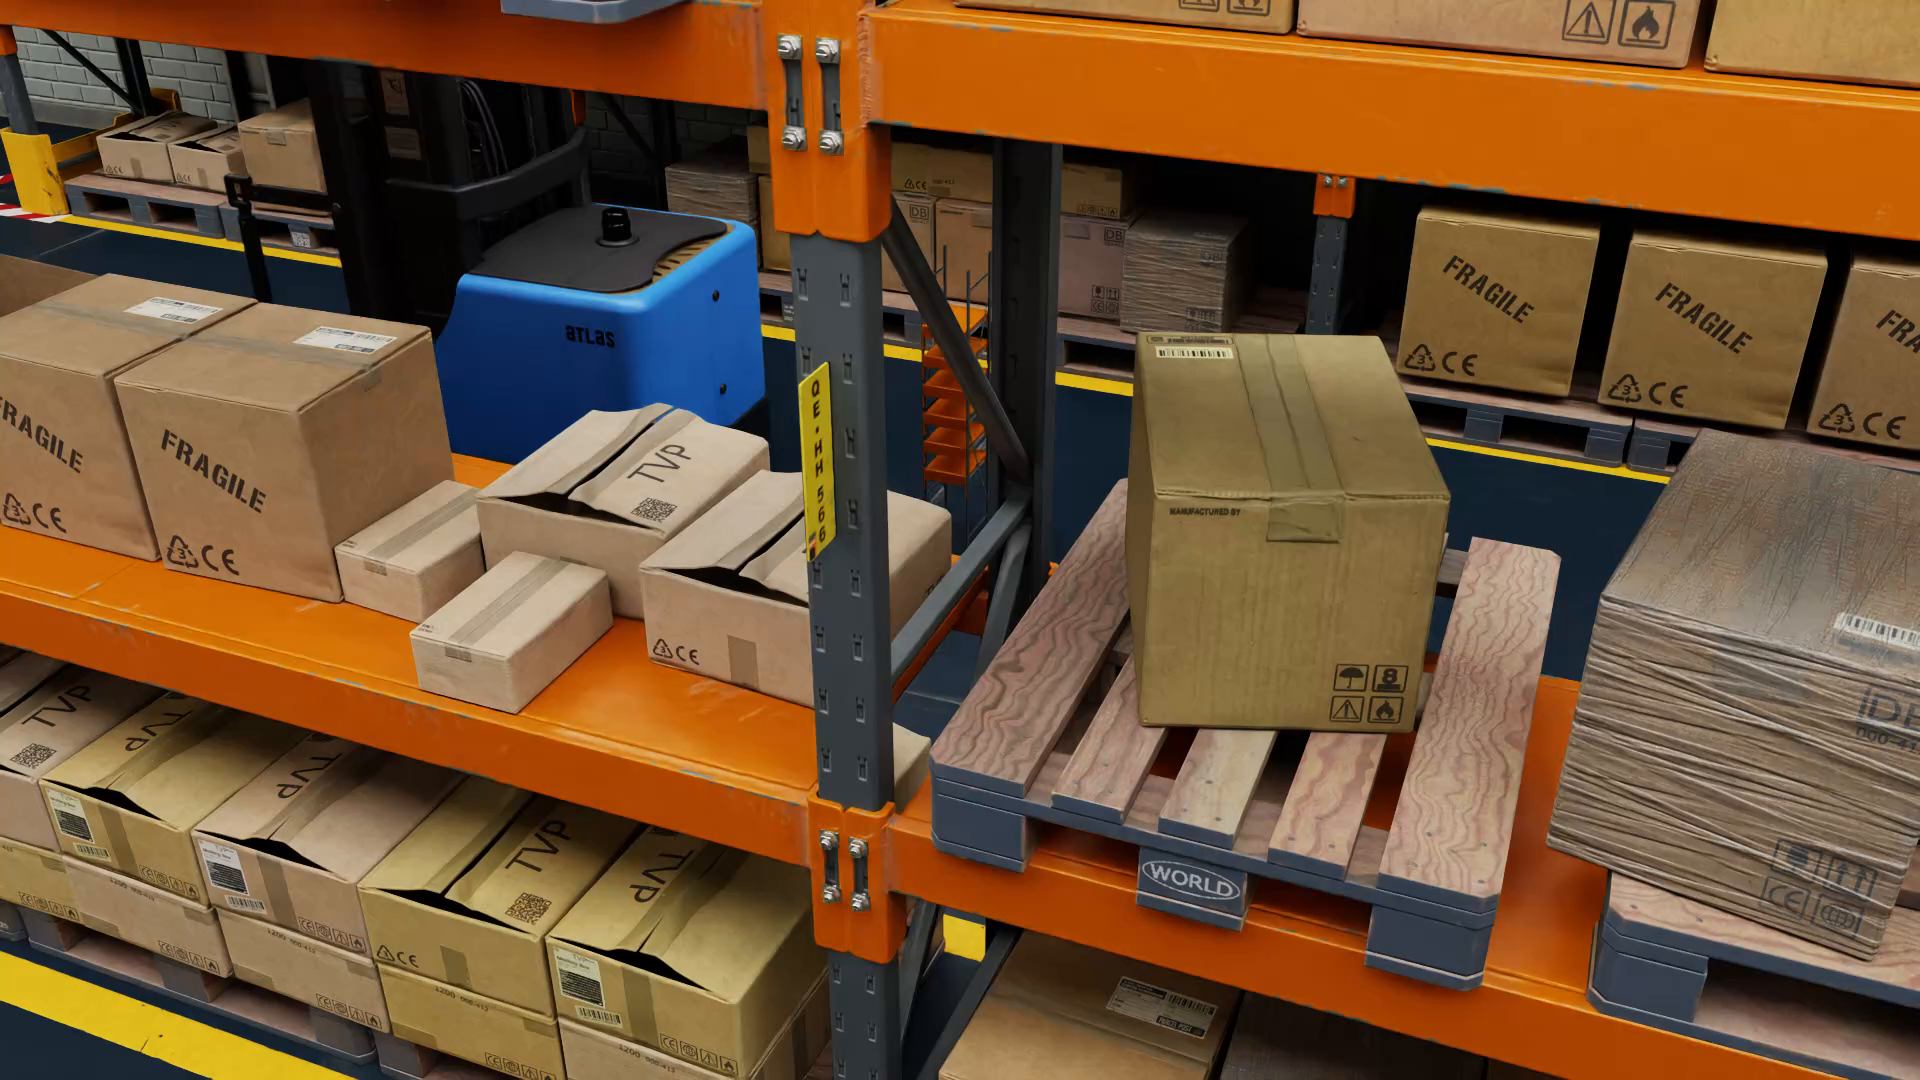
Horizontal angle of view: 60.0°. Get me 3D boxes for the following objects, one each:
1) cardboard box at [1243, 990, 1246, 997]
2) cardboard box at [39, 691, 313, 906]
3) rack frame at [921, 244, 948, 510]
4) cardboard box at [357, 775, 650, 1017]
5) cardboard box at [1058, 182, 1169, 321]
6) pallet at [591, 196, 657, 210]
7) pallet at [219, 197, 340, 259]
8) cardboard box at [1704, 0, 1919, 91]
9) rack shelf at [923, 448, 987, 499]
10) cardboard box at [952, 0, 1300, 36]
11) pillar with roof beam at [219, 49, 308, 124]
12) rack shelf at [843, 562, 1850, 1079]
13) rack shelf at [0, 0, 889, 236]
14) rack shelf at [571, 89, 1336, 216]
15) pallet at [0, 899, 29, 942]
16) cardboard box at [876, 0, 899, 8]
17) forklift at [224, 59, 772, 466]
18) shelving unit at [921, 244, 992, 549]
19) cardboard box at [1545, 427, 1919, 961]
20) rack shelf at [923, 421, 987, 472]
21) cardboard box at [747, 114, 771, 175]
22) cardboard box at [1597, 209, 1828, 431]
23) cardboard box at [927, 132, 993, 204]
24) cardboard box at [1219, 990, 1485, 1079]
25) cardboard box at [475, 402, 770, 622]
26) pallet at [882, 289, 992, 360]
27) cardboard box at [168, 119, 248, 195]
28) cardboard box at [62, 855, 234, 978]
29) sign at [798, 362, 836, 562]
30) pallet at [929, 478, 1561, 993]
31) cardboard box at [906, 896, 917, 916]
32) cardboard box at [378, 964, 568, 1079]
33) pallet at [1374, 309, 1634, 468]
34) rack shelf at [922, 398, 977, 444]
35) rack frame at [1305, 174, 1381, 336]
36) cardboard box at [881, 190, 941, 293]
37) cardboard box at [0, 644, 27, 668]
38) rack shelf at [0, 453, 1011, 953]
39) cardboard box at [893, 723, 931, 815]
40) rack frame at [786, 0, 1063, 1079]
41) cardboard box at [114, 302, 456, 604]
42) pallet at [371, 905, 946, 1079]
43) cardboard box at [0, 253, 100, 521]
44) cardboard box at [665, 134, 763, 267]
[{"bbox_3d":[0.926,1.087,3.872,0.500,0.500,0.500,13,32,21],"label":"cardboard box"},{"bbox_3d":[-2.021,0.628,4.388,0.500,0.311,0.500,12,32,20],"label":"cardboard box"},{"bbox_3d":[-0.098,-0.542,6.489,0.006,1.200,0.240,11,31,19],"label":"rack frame"},{"bbox_3d":[-1.091,0.817,4.055,0.500,0.311,0.500,11,31,18],"label":"cardboard box"},{"bbox_3d":[0.709,-1.496,8.442,0.500,0.500,0.700,11,31,19],"label":"cardboard box"},{"bbox_3d":[-2.512,-1.769,9.666,1.213,0.211,1.003,11,31,19],"label":"pallet"},{"bbox_3d":[-3.647,-1.994,10.064,1.213,0.211,1.003,11,31,19],"label":"pallet"},{"bbox_3d":[1.342,-0.969,2.266,0.500,0.500,0.910,11,31,19],"label":"cardboard box"},{"bbox_3d":[-0.013,-0.277,6.599,0.180,0.103,0.258,11,31,19],"label":"rack shelf"},{"bbox_3d":[0.388,-1.160,2.603,0.500,0.500,0.910,11,31,19],"label":"cardboard box"},{"bbox_3d":[-6.228,-4.529,5.617,0.400,9.000,9.100,11,31,19],"label":"pillar with roof beam"},{"bbox_3d":[1.824,0.807,3.004,4.000,0.370,1.077,11,31,19],"label":"rack shelf"},{"bbox_3d":[-1.882,-1.238,3.575,4.000,0.370,1.077,11,31,19],"label":"rack shelf"},{"bbox_3d":[-0.023,-2.192,8.311,4.000,0.370,1.077,11,31,19],"label":"rack shelf"},{"bbox_3d":[-3.038,0.717,5.267,1.213,0.211,1.003,11,31,19],"label":"pallet"},{"bbox_3d":[-0.281,-2.786,8.082,0.500,0.500,0.700,16,33,26],"label":"cardboard box"},{"bbox_3d":[-2.404,-1.698,6.775,3.031,2.935,1.130,11,31,18],"label":"forklift"},{"bbox_3d":[-0.013,-0.525,6.459,0.189,1.200,0.258,11,31,19],"label":"shelving unit"},{"bbox_3d":[1.372,0.219,2.785,0.500,0.500,0.700,18,34,28],"label":"cardboard box"},{"bbox_3d":[-0.013,-0.382,6.540,0.180,0.103,0.258,11,31,19],"label":"rack shelf"},{"bbox_3d":[-0.779,-2.096,8.742,0.500,0.250,0.500,11,31,18],"label":"cardboard box"},{"bbox_3d":[3.271,-1.021,7.266,0.750,0.750,0.750,11,31,19],"label":"cardboard box"},{"bbox_3d":[0.160,-1.901,8.396,0.500,0.250,0.500,11,31,19],"label":"cardboard box"},{"bbox_3d":[0.772,1.330,3.442,0.500,0.500,0.500,10,31,17],"label":"cardboard box"},{"bbox_3d":[-0.785,-0.091,3.953,0.500,0.311,0.500,11,31,19],"label":"cardboard box"},{"bbox_3d":[-0.020,-1.293,8.823,1.213,0.211,1.003,11,31,19],"label":"pallet"},{"bbox_3d":[-4.448,-2.362,10.165,0.500,0.311,0.500,14,32,23],"label":"cardboard box"},{"bbox_3d":[-2.030,0.870,4.529,0.500,0.250,0.500,12,32,20],"label":"cardboard box"},{"bbox_3d":[-0.235,-0.126,2.748,0.005,0.325,0.100,11,31,19],"label":"sign"},{"bbox_3d":[0.625,0.301,3.364,1.003,0.211,1.213,11,31,19],"label":"pallet"},{"bbox_3d":[-0.404,0.908,4.463,0.500,0.250,0.500,11,31,19],"label":"cardboard box"},{"bbox_3d":[-1.087,1.059,4.196,0.500,0.250,0.500,11,31,19],"label":"cardboard box"},{"bbox_3d":[2.532,-0.741,7.846,1.213,0.211,1.003,11,31,19],"label":"pallet"},{"bbox_3d":[-0.013,-0.486,6.481,0.180,0.103,0.258,11,31,19],"label":"rack shelf"},{"bbox_3d":[1.830,-2.135,7.479,0.127,3.000,1.000,11,31,19],"label":"rack frame"},{"bbox_3d":[-0.233,-1.664,8.739,0.500,0.500,0.700,12,32,20],"label":"cardboard box"},{"bbox_3d":[-2.985,0.439,4.722,0.500,0.311,0.500,11,31,19],"label":"cardboard box"},{"bbox_3d":[-1.882,0.067,4.313,4.000,0.370,1.077,11,31,19],"label":"rack shelf"},{"bbox_3d":[-0.404,0.664,4.325,0.500,0.311,0.500,12,32,21],"label":"cardboard box"},{"bbox_3d":[-0.029,0.124,3.482,0.127,3.000,1.000,11,31,19],"label":"rack frame"},{"bbox_3d":[-1.590,-0.222,3.993,0.500,0.500,0.500,10,31,16],"label":"cardboard box"},{"bbox_3d":[-0.777,1.168,4.469,1.213,0.211,1.003,11,31,19],"label":"pallet"},{"bbox_3d":[-2.542,-0.412,4.329,0.500,0.500,0.500,14,32,23],"label":"cardboard box"},{"bbox_3d":[-1.188,-1.850,9.068,0.500,0.500,0.700,12,32,21],"label":"cardboard box"}]
